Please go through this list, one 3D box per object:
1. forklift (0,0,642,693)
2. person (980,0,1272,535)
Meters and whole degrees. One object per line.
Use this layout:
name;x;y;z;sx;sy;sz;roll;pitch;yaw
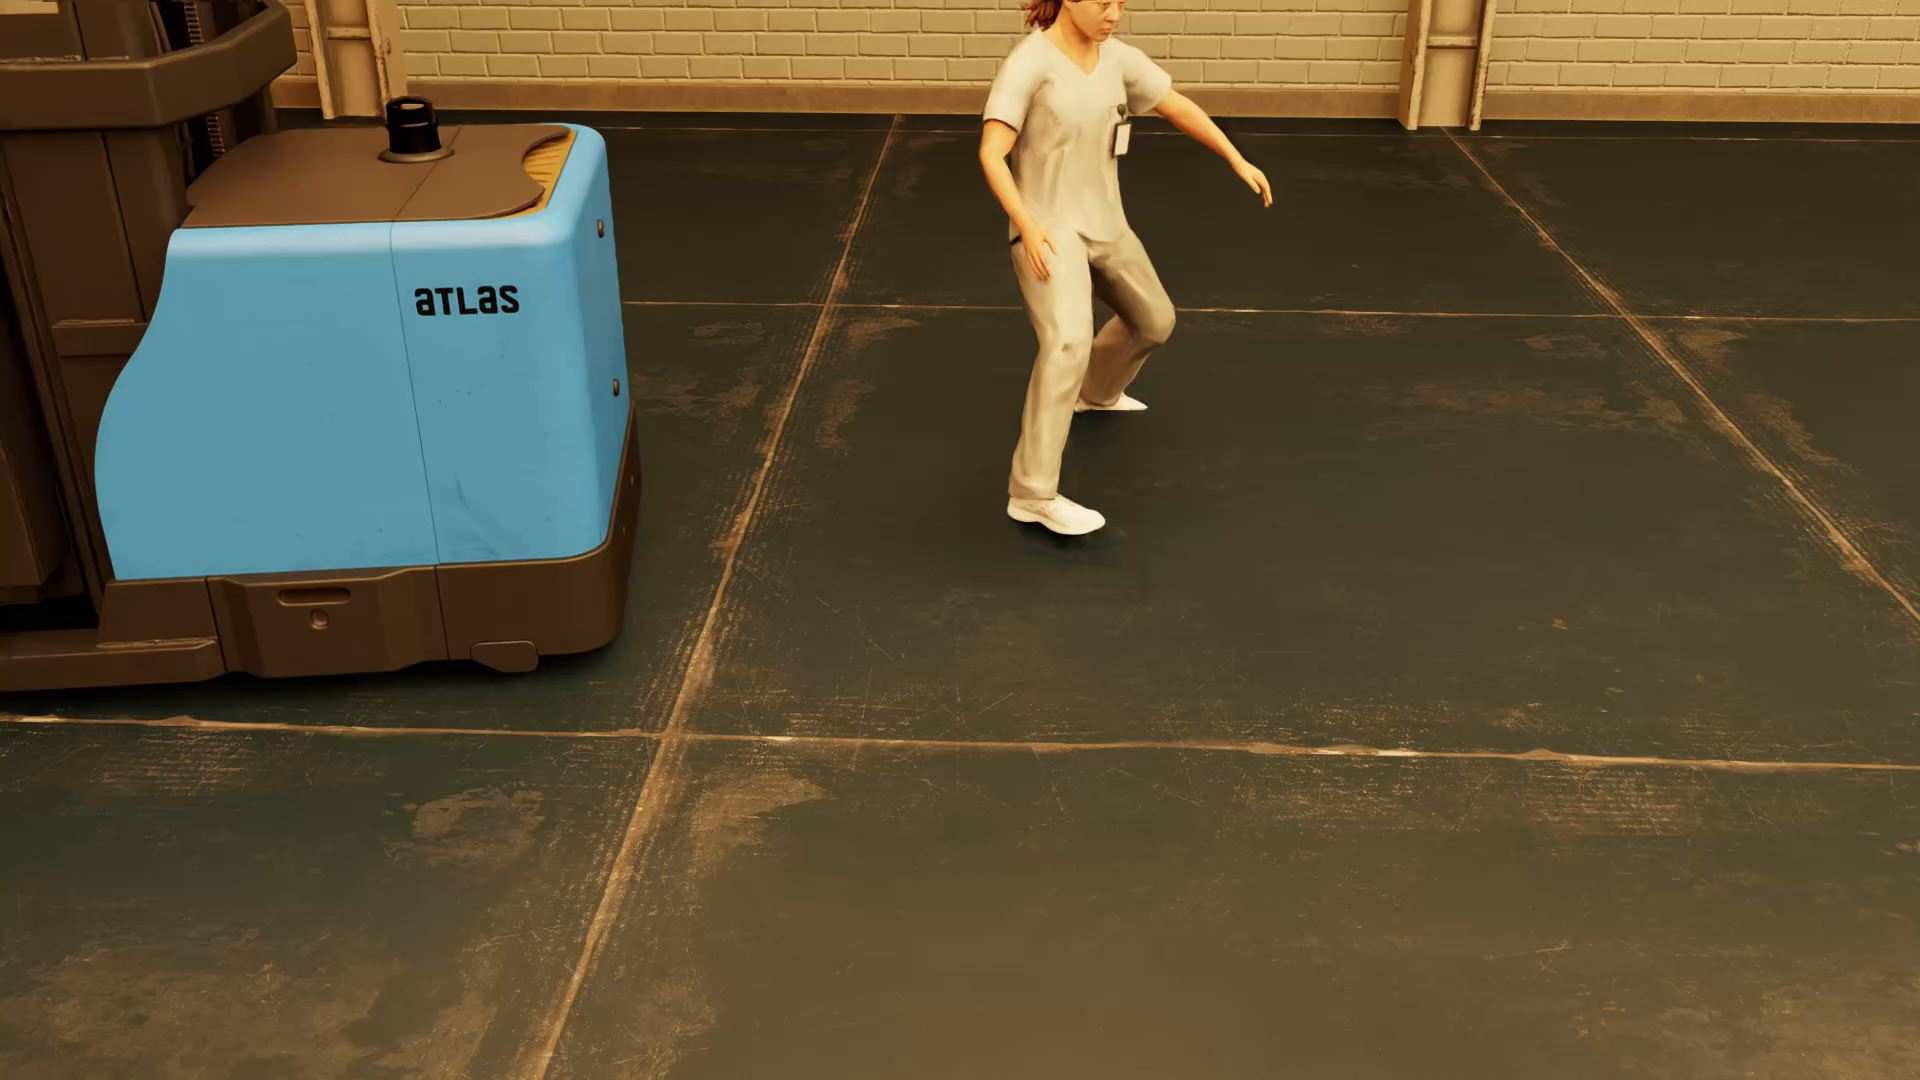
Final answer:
forklift;-2.354;-1.149;3.538;3.031;2.935;1.130;-3;26;-6
person;0.391;-0.852;4.655;0.936;1.490;0.881;-18;32;-32
